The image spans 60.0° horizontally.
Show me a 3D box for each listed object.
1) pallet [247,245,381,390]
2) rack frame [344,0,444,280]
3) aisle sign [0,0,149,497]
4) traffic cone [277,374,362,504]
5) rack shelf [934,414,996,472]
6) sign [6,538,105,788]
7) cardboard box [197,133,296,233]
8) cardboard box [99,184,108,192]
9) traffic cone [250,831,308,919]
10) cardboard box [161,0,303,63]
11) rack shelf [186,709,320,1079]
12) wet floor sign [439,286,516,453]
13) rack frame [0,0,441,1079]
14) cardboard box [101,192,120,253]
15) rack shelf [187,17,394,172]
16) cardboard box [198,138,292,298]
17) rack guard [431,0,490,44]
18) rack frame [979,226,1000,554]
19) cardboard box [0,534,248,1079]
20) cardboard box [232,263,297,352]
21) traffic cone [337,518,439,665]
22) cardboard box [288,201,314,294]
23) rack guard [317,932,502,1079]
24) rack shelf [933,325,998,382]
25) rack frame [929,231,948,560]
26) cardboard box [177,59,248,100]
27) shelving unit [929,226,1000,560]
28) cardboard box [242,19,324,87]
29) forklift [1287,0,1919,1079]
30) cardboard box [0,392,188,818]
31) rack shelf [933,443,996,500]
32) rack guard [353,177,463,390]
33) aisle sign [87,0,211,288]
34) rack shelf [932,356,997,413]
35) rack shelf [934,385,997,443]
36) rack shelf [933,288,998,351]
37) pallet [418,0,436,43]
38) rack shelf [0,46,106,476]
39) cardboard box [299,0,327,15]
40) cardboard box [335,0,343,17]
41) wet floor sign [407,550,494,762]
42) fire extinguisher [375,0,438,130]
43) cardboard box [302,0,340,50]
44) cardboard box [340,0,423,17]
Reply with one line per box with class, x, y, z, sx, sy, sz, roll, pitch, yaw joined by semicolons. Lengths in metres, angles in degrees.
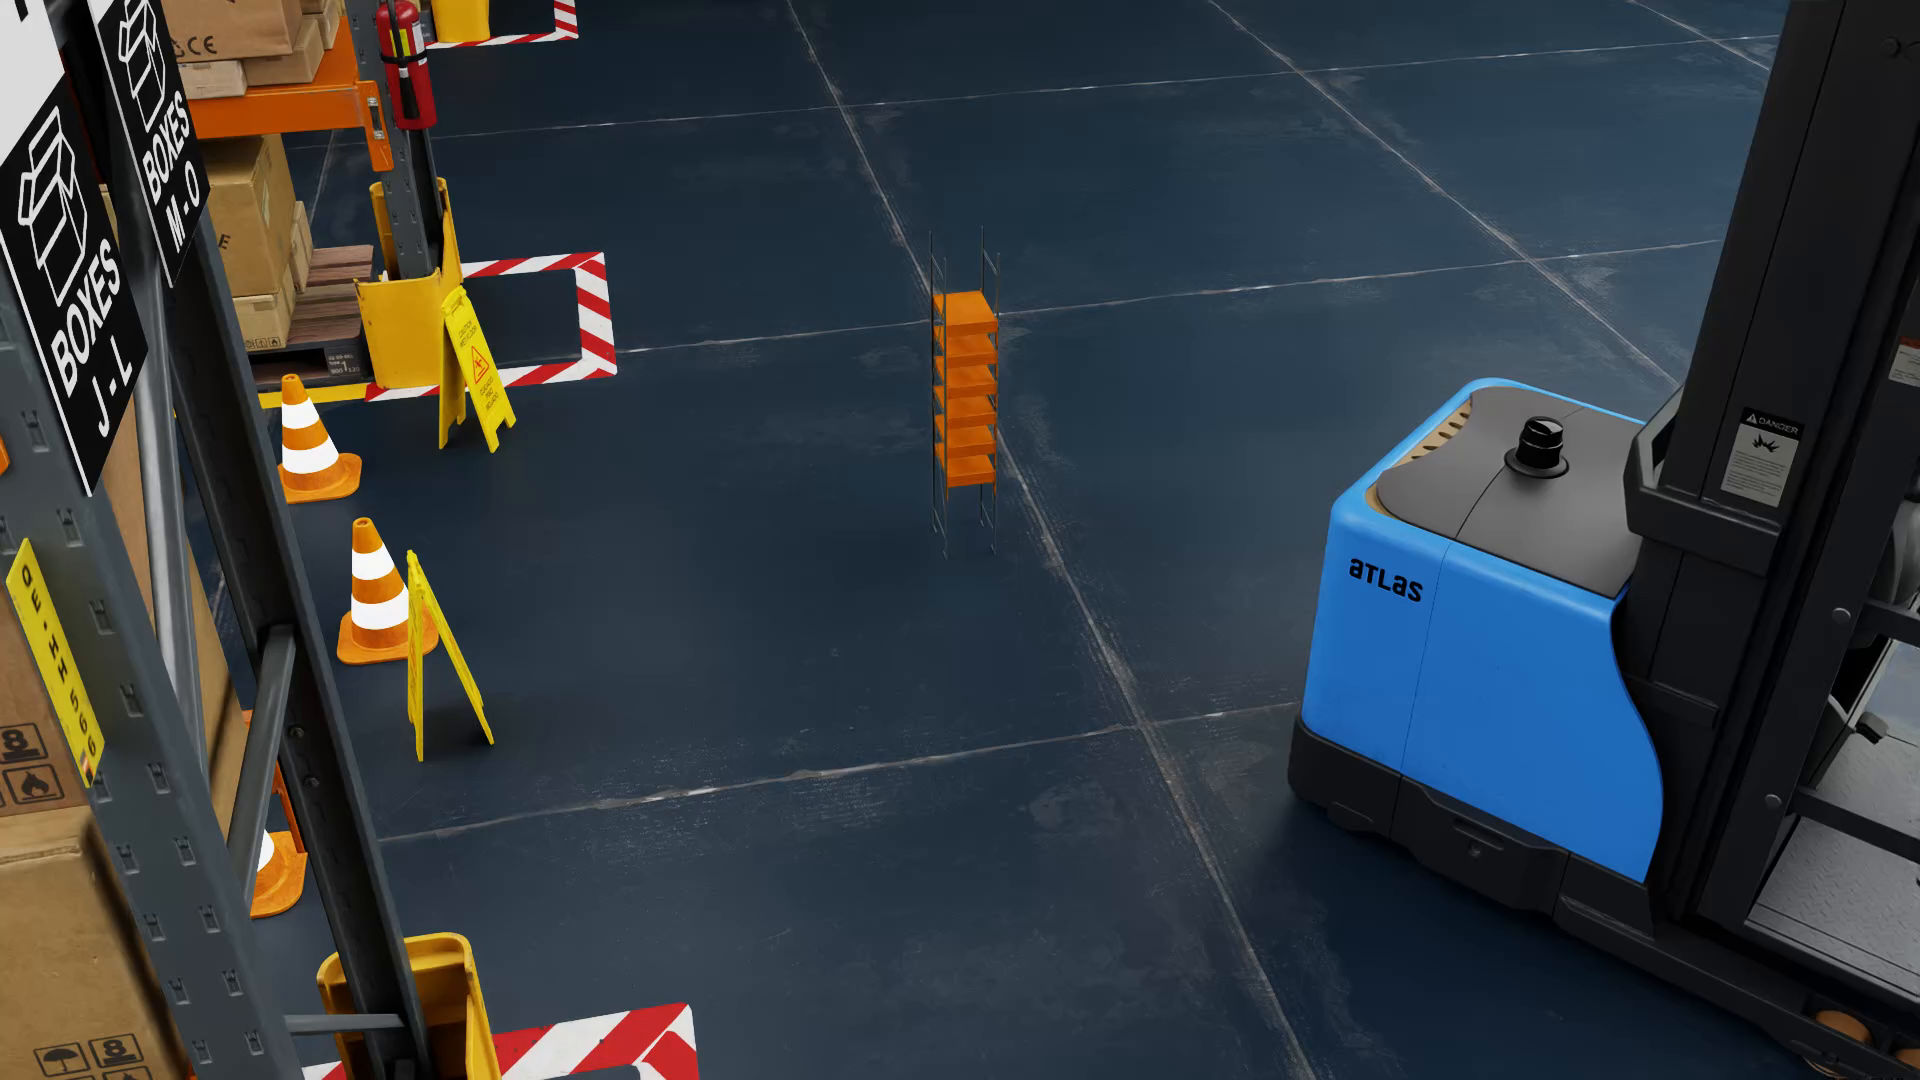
pallet;-3.295;-0.991;7.538;1.213;0.211;1.003;-7;35;-11
rack frame;-2.420;-2.239;6.895;0.127;3.000;1.000;-7;35;-11
aisle sign;-1.094;-0.486;1.950;0.004;0.787;0.394;-7;35;-11
traffic cone;-2.555;-0.432;6.478;0.334;0.463;0.336;-7;35;-11
rack shelf;0.014;-0.363;6.010;0.180;0.103;0.258;-7;35;-11
sign;-1.124;0.156;2.073;0.005;0.325;0.100;-7;35;-11
cardboard box;-3.291;-1.631;7.406;0.500;0.500;0.500;-8;35;-12
cardboard box;-3.487;-1.531;6.675;0.250;0.149;0.380;-6;34;-9
traffic cone;-2.061;0.786;4.664;0.334;0.463;0.336;-7;35;-11
cardboard box;-2.889;-2.188;6.461;0.500;0.500;0.500;-8;35;-11
rack shelf;-3.181;0.983;2.738;4.000;0.370;1.077;-7;35;-11
wet floor sign;-1.999;-0.703;6.719;0.232;0.644;0.267;4;34;6
rack frame;-1.229;0.441;2.901;0.053;2.616;0.949;-7;35;-11
cardboard box;-3.653;-1.277;6.879;0.500;0.500;0.500;-6;34;-9
rack shelf;-4.371;-1.694;6.729;4.000;0.370;1.077;-7;35;-11
cardboard box;-3.144;-1.343;6.977;0.500;0.500;0.500;-7;34;-10
rack guard;-3.496;-3.901;11.615;0.348;0.500;1.175;-7;35;-11
rack frame;0.103;-0.511;5.935;0.006;1.200;0.240;-7;35;-11
cardboard box;-1.582;0.447;2.758;0.550;0.550;0.875;-7;35;-11
cardboard box;-3.173;-1.023;7.173;0.500;0.250;0.500;-7;35;-11
traffic cone;-1.979;0.130;5.641;0.334;0.463;0.336;-7;35;-11
cardboard box;-3.268;-1.323;7.620;0.500;0.250;0.500;-7;35;-11
rack guard;-1.206;1.474;3.605;0.348;0.500;1.175;-7;35;-11
rack shelf;0.014;-0.662;5.809;0.180;0.103;0.258;-7;35;-11
rack frame;-0.075;-0.489;5.902;0.006;1.200;0.240;-7;35;-11
cardboard box;-2.961;-1.881;6.587;0.250;0.149;0.380;-8;35;-11
shelving unit;0.014;-0.500;5.918;0.189;1.200;0.258;-7;35;-11
cardboard box;-2.738;-1.973;6.723;0.250;0.149;0.380;-6;34;-9
forklift;2.460;-0.123;3.803;3.031;2.935;1.130;24;41;31
cardboard box;-1.600;-0.047;2.525;0.550;0.550;0.875;-7;35;-11
rack shelf;0.014;-0.264;6.077;0.180;0.103;0.258;-7;35;-11
rack guard;-2.495;-1.192;7.577;0.348;0.500;1.175;-7;35;-11
aisle sign;-1.227;-0.812;2.436;0.004;0.787;0.394;-7;35;-11
rack shelf;0.014;-0.563;5.876;0.180;0.103;0.258;-7;35;-11
rack shelf;0.014;-0.463;5.943;0.180;0.103;0.258;-7;35;-11
rack shelf;0.014;-0.762;5.742;0.180;0.103;0.258;-7;35;-11
pallet;-4.256;-3.662;11.517;1.213;0.211;1.003;-7;35;-11
rack shelf;-3.181;-0.262;1.902;4.000;0.370;1.077;-7;35;-11
cardboard box;-2.944;-2.497;6.922;0.500;0.500;0.500;-8;35;-11
cardboard box;-4.395;-3.684;11.138;0.500;0.250;0.500;-7;35;-11
wet floor sign;-1.638;0.337;5.169;0.232;0.644;0.267;-13;36;-19
fire extinguisher;-2.207;-1.971;6.564;0.183;0.674;0.296;-7;35;-11
cardboard box;-2.797;-2.205;7.070;0.250;0.149;0.380;-7;35;-10
cardboard box;-3.908;-3.739;11.221;0.500;0.250;0.500;-7;34;-10
